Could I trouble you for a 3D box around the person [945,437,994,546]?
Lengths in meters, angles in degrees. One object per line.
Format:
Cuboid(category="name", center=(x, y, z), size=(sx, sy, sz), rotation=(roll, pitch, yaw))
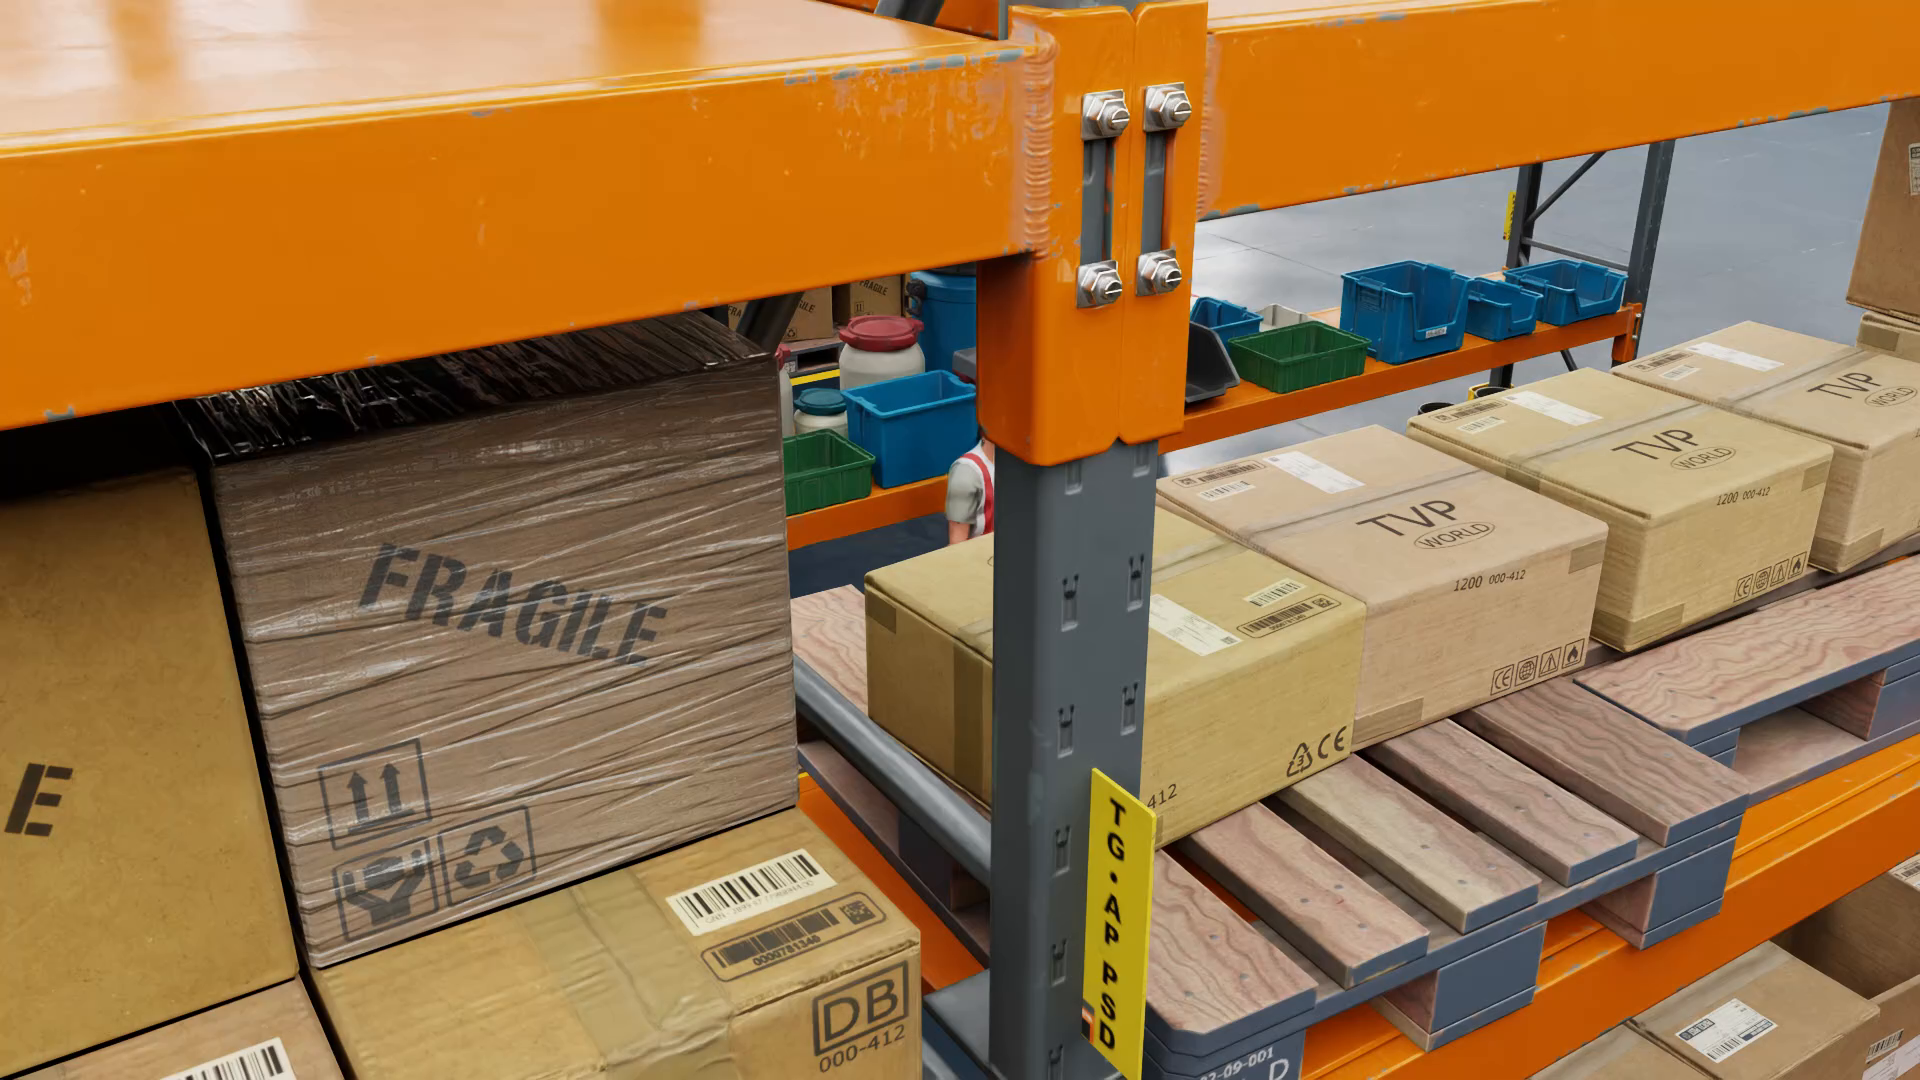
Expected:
Cuboid(category="person", center=(0.195, 0.177, 7.582), size=(0.630, 1.750, 0.842), rotation=(-15, 29, -29))
